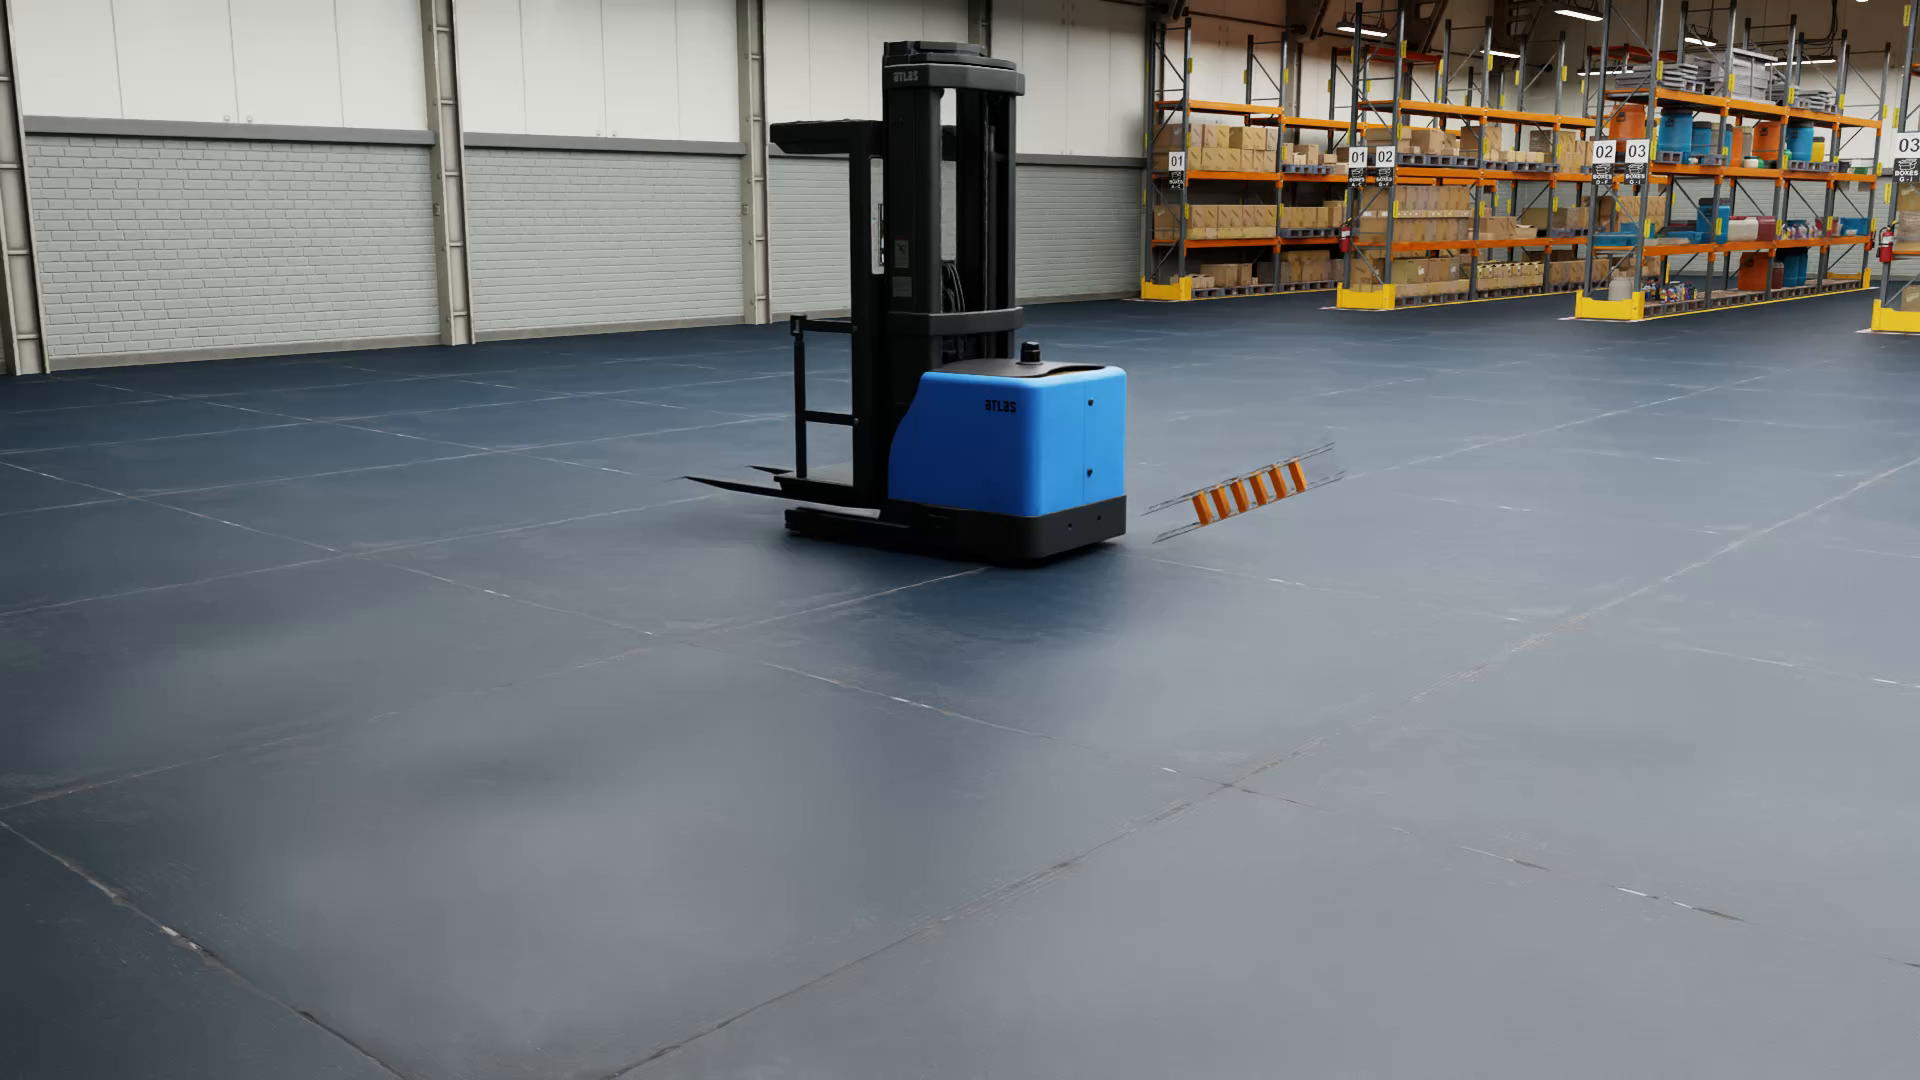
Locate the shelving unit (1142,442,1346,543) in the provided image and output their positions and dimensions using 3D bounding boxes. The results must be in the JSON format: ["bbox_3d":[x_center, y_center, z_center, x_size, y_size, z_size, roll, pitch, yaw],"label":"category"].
[{"bbox_3d":[1.705,-0.282,10.005,1.200,0.189,0.258,-20,6,17],"label":"shelving unit"}]

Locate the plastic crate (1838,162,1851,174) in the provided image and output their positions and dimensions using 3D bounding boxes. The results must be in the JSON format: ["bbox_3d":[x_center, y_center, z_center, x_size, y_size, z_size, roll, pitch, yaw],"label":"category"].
[{"bbox_3d":[20.937,-8.881,39.693,0.497,0.269,0.590,10,15,40],"label":"plastic crate"}]

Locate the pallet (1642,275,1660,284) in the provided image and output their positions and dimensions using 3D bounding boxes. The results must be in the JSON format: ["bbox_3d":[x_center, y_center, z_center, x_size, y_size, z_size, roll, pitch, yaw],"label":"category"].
[{"bbox_3d":[18.258,-7.060,45.022,1.003,0.211,1.213,10,15,40],"label":"pallet"}]

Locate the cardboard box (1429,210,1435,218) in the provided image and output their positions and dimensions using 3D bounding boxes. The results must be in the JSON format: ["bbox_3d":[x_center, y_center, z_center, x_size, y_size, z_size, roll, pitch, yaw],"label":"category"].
[{"bbox_3d":[9.708,-6.825,34.814,0.380,0.149,0.250,10,15,41],"label":"cardboard box"}]

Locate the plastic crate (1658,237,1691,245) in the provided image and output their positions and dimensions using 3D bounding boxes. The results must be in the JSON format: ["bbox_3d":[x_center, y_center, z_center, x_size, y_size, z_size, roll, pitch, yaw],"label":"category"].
[{"bbox_3d":[13.749,-5.749,32.009,0.530,0.136,0.437,10,15,40],"label":"plastic crate"}]

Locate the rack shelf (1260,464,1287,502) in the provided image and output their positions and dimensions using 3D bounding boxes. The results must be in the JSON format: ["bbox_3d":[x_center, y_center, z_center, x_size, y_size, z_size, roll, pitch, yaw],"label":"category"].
[{"bbox_3d":[1.881,-0.345,9.947,0.103,0.180,0.258,-20,6,17],"label":"rack shelf"}]

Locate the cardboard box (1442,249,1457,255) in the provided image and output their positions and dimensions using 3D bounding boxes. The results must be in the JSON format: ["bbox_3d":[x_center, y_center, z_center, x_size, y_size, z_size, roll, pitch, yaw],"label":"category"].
[{"bbox_3d":[13.748,-8.106,46.793,0.380,0.149,0.250,9,15,39],"label":"cardboard box"}]

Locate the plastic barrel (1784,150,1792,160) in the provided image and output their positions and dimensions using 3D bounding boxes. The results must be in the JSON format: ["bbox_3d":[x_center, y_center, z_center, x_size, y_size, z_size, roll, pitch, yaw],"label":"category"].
[{"bbox_3d":[18.143,-8.465,36.602,0.294,0.245,0.294,0,11,0],"label":"plastic barrel"}]

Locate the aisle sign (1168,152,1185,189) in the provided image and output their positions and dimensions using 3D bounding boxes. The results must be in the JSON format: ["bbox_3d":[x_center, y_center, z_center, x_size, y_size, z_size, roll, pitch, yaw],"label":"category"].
[{"bbox_3d":[4.726,-8.068,36.308,0.394,0.787,0.004,10,15,40],"label":"aisle sign"}]

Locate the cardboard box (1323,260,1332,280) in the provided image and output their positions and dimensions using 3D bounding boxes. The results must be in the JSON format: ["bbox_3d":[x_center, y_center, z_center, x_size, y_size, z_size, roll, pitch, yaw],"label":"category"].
[{"bbox_3d":[8.966,-6.836,42.037,0.700,0.500,0.500,10,15,40],"label":"cardboard box"}]

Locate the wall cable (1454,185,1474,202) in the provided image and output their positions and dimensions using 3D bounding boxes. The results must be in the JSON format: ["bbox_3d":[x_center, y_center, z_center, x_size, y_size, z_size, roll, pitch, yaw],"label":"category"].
[{"bbox_3d":[15.245,-10.005,50.052,0.084,1.984,1.851,10,15,40],"label":"wall cable"}]

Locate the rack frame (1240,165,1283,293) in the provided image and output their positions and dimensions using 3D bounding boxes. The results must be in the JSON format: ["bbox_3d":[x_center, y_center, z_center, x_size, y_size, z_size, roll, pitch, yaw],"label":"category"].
[{"bbox_3d":[7.189,-7.431,39.757,1.000,3.000,0.127,10,15,40],"label":"rack frame"}]

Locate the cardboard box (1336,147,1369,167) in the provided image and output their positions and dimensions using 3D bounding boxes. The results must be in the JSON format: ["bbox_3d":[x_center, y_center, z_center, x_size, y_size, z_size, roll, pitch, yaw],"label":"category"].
[{"bbox_3d":[10.100,-9.832,42.744,0.700,0.500,0.500,8,14,36],"label":"cardboard box"}]

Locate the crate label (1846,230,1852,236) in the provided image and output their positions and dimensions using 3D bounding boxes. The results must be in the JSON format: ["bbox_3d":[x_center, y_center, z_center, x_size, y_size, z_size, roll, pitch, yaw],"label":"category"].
[{"bbox_3d":[21.782,-7.587,41.060,0.396,0.136,0.243,10,15,40],"label":"crate label"}]

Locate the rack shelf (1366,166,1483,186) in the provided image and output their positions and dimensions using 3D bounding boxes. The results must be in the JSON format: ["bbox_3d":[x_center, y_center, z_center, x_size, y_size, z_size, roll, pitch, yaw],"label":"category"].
[{"bbox_3d":[9.592,-7.615,34.856,1.077,0.370,4.000,10,15,40],"label":"rack shelf"}]

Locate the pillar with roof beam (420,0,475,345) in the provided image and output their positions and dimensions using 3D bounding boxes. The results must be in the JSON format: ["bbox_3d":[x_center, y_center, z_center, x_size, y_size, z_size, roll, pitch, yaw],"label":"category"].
[{"bbox_3d":[-4.288,-6.794,21.252,9.100,9.000,0.400,10,15,40],"label":"pillar with roof beam"}]

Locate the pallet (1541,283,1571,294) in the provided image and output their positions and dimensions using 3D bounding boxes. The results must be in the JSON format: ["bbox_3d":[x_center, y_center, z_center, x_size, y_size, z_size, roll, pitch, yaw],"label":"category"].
[{"bbox_3d":[14.074,-6.117,40.298,1.003,0.211,1.213,10,15,40],"label":"pallet"}]

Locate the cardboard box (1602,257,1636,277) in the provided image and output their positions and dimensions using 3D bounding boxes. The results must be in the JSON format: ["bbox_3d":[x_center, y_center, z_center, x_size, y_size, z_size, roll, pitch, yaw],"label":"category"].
[{"bbox_3d":[17.429,-7.237,44.034,0.797,0.503,0.637,10,15,40],"label":"cardboard box"}]

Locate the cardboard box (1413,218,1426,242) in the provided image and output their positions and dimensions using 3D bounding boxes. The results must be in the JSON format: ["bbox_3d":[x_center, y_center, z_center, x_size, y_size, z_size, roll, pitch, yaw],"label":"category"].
[{"bbox_3d":[9.265,-6.469,34.684,0.700,0.500,0.500,10,15,41],"label":"cardboard box"}]

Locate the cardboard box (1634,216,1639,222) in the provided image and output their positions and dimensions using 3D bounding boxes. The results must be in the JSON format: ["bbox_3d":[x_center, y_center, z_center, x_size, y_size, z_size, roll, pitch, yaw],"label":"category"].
[{"bbox_3d":[17.402,-8.206,43.381,0.500,0.500,0.500,10,15,40],"label":"cardboard box"}]

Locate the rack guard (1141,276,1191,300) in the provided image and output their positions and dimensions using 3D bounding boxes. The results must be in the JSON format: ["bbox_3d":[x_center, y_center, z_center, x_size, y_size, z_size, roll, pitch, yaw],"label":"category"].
[{"bbox_3d":[4.598,-5.628,37.111,1.175,0.500,0.348,10,15,40],"label":"rack guard"}]

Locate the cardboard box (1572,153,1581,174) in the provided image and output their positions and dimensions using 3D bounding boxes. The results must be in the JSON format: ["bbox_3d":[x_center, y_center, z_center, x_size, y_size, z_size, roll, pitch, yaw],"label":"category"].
[{"bbox_3d":[14.495,-9.119,40.298,0.910,0.500,0.500,10,15,40],"label":"cardboard box"}]

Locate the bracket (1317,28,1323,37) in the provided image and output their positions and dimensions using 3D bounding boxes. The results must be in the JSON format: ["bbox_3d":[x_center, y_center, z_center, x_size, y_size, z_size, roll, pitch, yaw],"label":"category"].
[{"bbox_3d":[8.862,-12.662,41.441,0.235,0.232,0.430,10,15,40],"label":"bracket"}]

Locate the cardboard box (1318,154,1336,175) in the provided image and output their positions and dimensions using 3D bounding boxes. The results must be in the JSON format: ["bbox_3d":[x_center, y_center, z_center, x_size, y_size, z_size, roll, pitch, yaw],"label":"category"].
[{"bbox_3d":[8.904,-9.372,41.502,0.637,0.503,0.797,-10,15,-40],"label":"cardboard box"}]

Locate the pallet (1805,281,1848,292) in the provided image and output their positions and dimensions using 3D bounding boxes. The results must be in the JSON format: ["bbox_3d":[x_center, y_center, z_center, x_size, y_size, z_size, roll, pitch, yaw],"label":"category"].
[{"bbox_3d":[21.173,-6.253,40.979,1.003,0.211,1.213,10,15,40],"label":"pallet"}]

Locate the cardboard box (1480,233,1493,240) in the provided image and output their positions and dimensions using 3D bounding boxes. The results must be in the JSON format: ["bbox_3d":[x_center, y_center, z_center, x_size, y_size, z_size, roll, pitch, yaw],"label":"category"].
[{"bbox_3d":[11.651,-6.772,37.098,0.380,0.149,0.250,10,15,40],"label":"cardboard box"}]

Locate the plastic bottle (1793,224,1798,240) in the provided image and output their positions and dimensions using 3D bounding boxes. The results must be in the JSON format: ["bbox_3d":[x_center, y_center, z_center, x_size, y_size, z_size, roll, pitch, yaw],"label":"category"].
[{"bbox_3d":[18.823,-6.963,37.541,0.144,0.351,0.185,10,15,40],"label":"plastic bottle"}]

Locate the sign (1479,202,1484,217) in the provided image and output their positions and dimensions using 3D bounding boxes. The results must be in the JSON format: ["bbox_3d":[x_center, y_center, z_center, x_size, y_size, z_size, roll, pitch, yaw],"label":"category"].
[{"bbox_3d":[11.330,-7.183,36.102,0.100,0.325,0.005,10,15,40],"label":"sign"}]

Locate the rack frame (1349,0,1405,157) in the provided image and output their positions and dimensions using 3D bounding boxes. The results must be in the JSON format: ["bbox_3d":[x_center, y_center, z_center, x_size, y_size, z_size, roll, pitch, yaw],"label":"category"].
[{"bbox_3d":[8.272,-9.144,33.019,1.000,3.000,0.127,10,15,40],"label":"rack frame"}]

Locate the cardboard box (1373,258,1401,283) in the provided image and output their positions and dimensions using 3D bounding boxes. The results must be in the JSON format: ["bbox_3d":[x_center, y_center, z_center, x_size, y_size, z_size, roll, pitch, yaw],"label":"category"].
[{"bbox_3d":[9.051,-5.694,35.095,0.500,0.500,0.500,10,15,40],"label":"cardboard box"}]

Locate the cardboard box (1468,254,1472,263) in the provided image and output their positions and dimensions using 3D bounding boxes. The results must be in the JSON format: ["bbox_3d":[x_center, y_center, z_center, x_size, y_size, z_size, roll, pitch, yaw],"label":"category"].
[{"bbox_3d":[14.393,-7.987,47.851,0.700,0.500,0.500,10,15,40],"label":"cardboard box"}]

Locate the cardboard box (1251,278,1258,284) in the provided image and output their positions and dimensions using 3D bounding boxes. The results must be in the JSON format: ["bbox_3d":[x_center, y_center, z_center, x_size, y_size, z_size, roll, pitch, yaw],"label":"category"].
[{"bbox_3d":[6.858,-6.175,39.578,0.380,0.166,0.250,7,14,33],"label":"cardboard box"}]

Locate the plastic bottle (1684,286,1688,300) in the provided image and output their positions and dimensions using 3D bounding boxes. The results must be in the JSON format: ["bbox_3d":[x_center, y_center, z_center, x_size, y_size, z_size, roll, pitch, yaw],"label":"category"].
[{"bbox_3d":[14.219,-4.844,32.617,0.133,0.283,0.061,-11,16,-44],"label":"plastic bottle"}]

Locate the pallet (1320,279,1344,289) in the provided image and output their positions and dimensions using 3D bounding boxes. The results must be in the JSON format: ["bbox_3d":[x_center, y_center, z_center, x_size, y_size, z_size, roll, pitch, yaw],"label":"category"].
[{"bbox_3d":[9.312,-6.537,42.402,1.003,0.211,1.213,10,15,40],"label":"pallet"}]

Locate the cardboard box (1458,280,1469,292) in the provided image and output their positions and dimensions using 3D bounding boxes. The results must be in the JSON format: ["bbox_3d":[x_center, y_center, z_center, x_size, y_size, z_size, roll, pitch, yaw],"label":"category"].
[{"bbox_3d":[10.770,-5.552,36.298,0.500,0.250,0.500,10,15,40],"label":"cardboard box"}]

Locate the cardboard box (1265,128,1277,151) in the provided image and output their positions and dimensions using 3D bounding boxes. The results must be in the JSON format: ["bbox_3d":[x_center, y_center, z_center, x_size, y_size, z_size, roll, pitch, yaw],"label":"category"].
[{"bbox_3d":[7.062,-9.342,38.809,0.500,0.500,0.500,8,14,36],"label":"cardboard box"}]

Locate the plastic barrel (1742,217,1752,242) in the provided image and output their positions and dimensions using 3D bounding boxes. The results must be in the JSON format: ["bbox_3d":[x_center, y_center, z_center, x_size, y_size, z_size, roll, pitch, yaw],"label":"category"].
[{"bbox_3d":[16.474,-6.552,35.073,0.421,0.512,0.421,0,11,0],"label":"plastic barrel"}]

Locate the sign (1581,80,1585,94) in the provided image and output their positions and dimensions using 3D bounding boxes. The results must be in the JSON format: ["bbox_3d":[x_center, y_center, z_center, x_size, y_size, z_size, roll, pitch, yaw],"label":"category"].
[{"bbox_3d":[15.798,-11.480,42.124,0.100,0.325,0.005,10,15,40],"label":"sign"}]

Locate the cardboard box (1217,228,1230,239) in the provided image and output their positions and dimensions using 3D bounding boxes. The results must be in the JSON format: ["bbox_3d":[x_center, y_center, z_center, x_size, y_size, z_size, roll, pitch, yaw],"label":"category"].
[{"bbox_3d":[5.782,-6.962,37.740,0.500,0.250,0.500,9,15,39],"label":"cardboard box"}]

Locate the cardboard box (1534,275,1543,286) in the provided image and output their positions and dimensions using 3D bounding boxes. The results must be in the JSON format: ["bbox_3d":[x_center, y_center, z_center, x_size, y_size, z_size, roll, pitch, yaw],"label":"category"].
[{"bbox_3d":[13.389,-6.128,39.182,0.500,0.250,0.500,10,15,42],"label":"cardboard box"}]

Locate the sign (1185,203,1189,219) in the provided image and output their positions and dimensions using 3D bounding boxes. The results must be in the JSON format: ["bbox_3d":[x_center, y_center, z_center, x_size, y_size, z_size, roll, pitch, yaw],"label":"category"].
[{"bbox_3d":[4.956,-7.197,36.374,0.100,0.325,0.005,10,15,40],"label":"sign"}]

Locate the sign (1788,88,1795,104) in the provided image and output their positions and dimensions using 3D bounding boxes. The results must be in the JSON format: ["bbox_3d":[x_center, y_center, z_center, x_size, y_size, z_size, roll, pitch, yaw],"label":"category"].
[{"bbox_3d":[17.689,-9.452,35.383,0.100,0.325,0.005,10,15,40],"label":"sign"}]

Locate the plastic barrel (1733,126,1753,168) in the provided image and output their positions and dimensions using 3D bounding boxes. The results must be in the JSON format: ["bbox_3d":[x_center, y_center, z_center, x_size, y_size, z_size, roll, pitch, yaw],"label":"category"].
[{"bbox_3d":[16.566,-8.362,35.483,0.600,0.901,0.600,0,11,0],"label":"plastic barrel"}]

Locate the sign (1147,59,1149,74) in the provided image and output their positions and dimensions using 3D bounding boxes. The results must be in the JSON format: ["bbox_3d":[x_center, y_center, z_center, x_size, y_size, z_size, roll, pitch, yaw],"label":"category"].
[{"bbox_3d":[4.145,-10.395,36.490,0.100,0.325,0.005,10,15,40],"label":"sign"}]

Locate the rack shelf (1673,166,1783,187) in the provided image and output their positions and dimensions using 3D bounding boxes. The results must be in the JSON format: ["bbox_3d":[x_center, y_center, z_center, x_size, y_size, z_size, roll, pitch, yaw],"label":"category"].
[{"bbox_3d":[15.951,-7.562,34.594,1.077,0.370,4.000,10,15,40],"label":"rack shelf"}]

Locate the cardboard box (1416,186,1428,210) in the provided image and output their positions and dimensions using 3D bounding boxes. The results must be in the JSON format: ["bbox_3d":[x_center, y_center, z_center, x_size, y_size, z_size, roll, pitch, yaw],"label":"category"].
[{"bbox_3d":[9.300,-7.115,34.607,0.700,0.500,0.500,10,15,41],"label":"cardboard box"}]

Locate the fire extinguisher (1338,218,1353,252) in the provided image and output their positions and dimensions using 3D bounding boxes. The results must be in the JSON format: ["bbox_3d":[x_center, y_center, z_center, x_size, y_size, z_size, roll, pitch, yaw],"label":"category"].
[{"bbox_3d":[7.845,-6.207,33.828,0.296,0.674,0.183,10,15,40],"label":"fire extinguisher"}]

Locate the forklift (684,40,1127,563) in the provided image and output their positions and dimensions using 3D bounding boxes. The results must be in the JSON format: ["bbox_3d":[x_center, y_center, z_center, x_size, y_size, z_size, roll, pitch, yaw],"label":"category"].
[{"bbox_3d":[-0.467,-1.516,10.318,3.031,2.935,1.130,9,14,37],"label":"forklift"}]

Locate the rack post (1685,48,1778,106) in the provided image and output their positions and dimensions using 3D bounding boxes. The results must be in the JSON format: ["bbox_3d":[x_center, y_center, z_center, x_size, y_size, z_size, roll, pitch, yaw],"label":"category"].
[{"bbox_3d":[15.866,-9.491,34.243,1.013,1.000,3.121,10,15,40],"label":"rack post"}]

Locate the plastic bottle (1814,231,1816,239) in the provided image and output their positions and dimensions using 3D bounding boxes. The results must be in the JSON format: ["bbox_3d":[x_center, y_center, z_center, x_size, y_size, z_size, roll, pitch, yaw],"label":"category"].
[{"bbox_3d":[19.838,-7.109,38.653,0.097,0.201,0.097,0,11,0],"label":"plastic bottle"}]

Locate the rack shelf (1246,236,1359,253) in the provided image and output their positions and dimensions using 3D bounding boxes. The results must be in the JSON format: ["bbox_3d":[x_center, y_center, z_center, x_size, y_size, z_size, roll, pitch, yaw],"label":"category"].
[{"bbox_3d":[8.509,-7.372,41.300,1.077,0.370,4.000,10,15,40],"label":"rack shelf"}]

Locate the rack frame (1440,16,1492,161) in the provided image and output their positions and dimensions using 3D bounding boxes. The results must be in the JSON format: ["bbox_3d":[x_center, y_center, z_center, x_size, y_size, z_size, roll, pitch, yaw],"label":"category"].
[{"bbox_3d":[10.912,-9.733,35.965,1.000,3.000,0.127,10,15,40],"label":"rack frame"}]

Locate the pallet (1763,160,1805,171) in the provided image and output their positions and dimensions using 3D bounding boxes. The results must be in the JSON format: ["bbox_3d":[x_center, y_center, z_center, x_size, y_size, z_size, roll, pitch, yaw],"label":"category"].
[{"bbox_3d":[17.849,-8.217,36.515,1.003,0.211,1.213,10,15,40],"label":"pallet"}]
